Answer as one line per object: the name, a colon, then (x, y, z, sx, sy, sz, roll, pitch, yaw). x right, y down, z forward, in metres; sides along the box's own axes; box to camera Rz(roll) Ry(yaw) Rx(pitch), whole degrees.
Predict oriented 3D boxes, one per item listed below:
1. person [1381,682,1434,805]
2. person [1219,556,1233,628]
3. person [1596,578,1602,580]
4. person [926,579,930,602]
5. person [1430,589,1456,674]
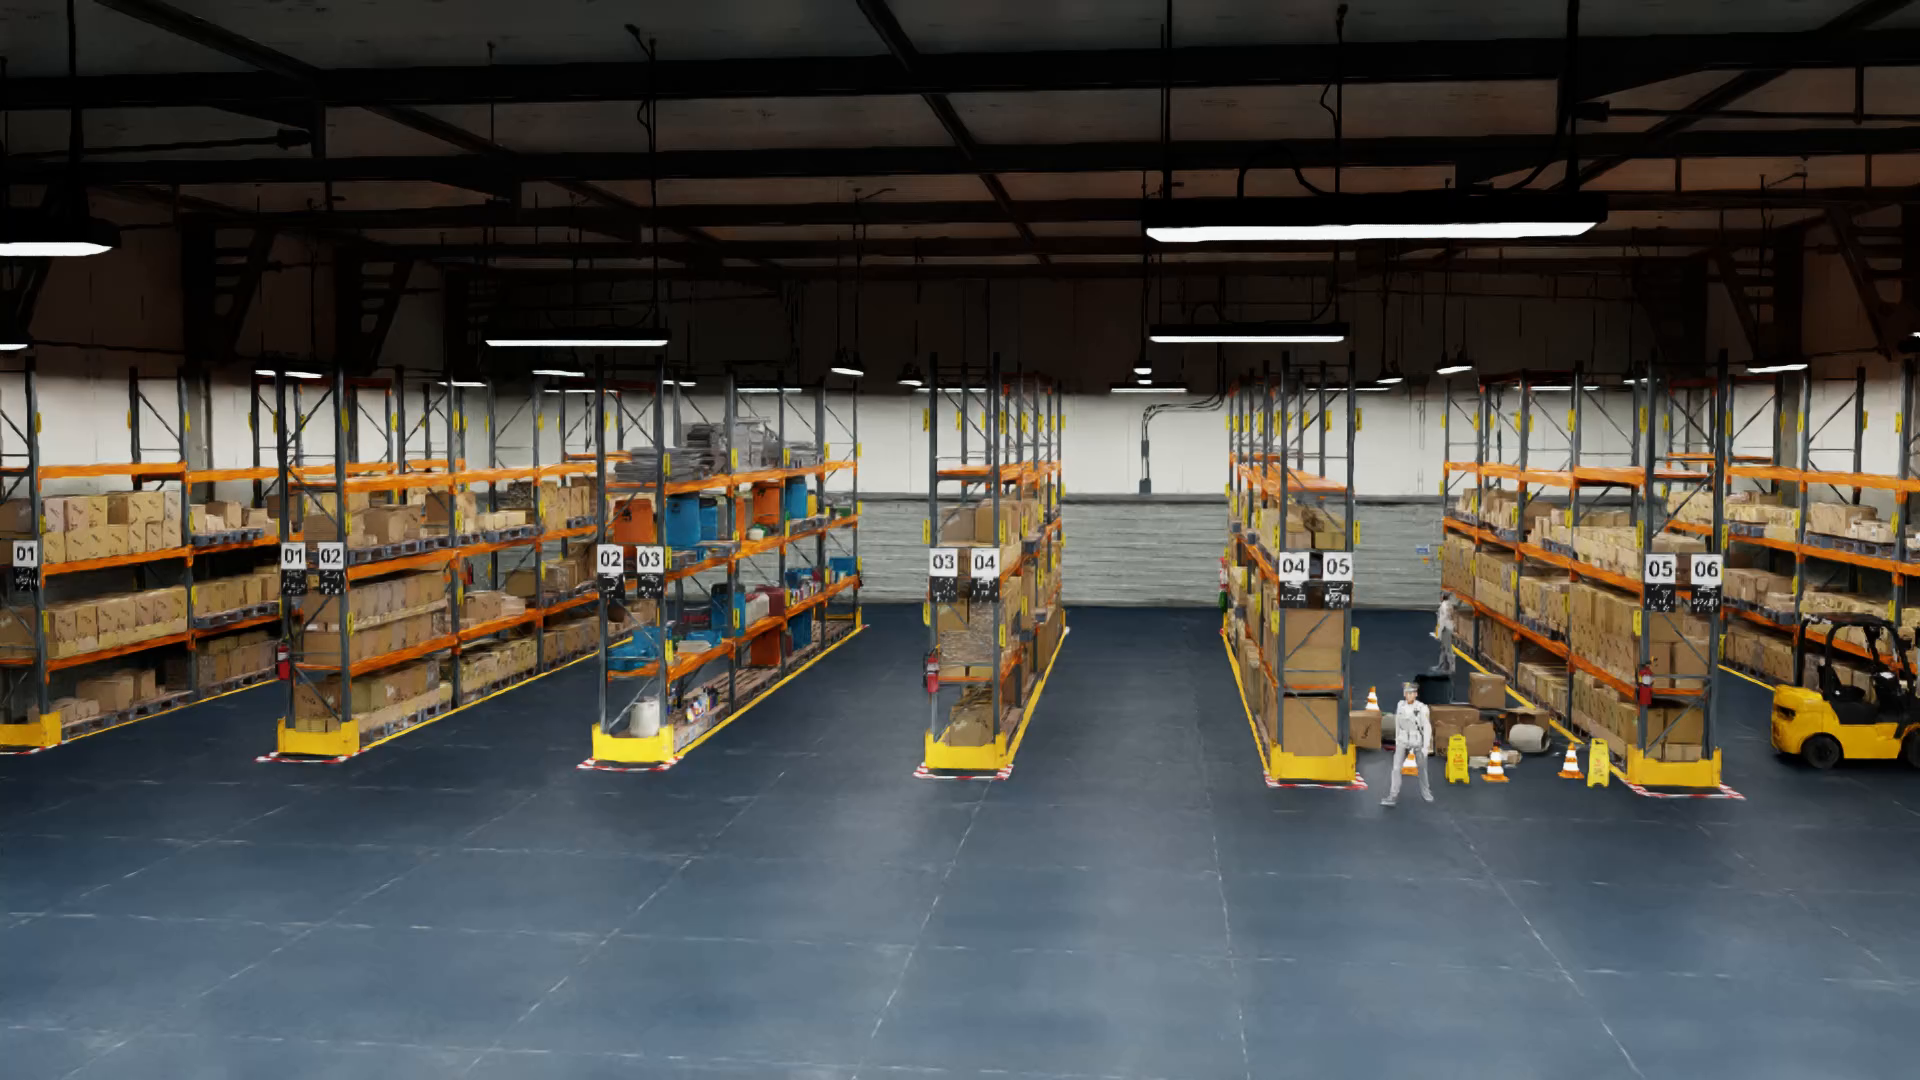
person: (5.898, 2.647, 21.738, 0.521, 1.623, 0.912, 3, 5, 35)
person: (6.592, 1.250, 40.620, 0.576, 1.774, 0.572, 4, 5, 41)
person: (14.886, 1.445, 39.098, 0.592, 1.604, 0.512, 0, 4, 4)
person: (-0.576, 1.427, 39.096, 0.446, 1.590, 1.110, 1, 4, 9)
person: (9.658, 1.808, 33.193, 0.562, 1.663, 0.591, 2, 5, 26)
